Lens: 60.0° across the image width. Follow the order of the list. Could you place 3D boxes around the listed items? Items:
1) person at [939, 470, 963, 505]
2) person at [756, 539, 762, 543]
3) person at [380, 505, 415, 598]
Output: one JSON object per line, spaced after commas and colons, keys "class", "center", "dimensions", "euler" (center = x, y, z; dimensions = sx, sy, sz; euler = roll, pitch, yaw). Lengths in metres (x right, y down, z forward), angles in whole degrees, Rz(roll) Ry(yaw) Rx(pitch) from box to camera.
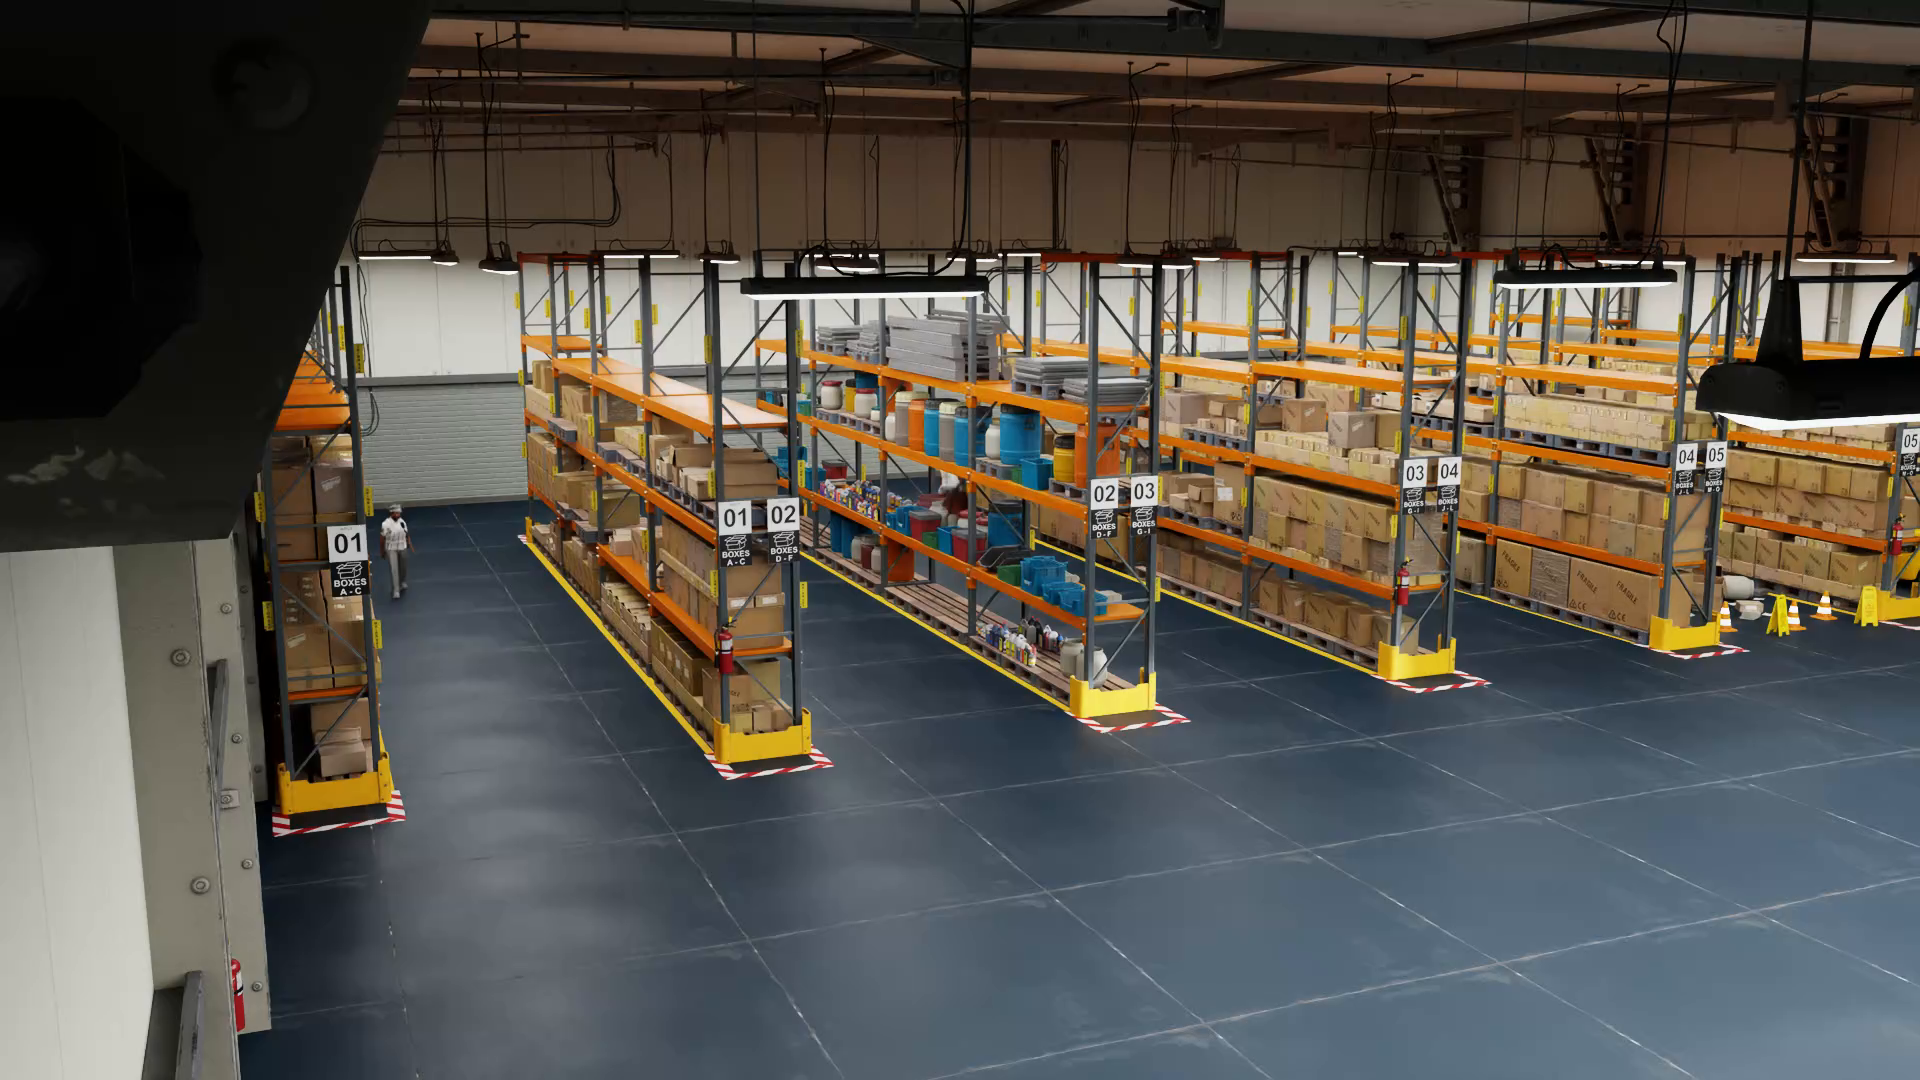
{"class": "person", "center": [-0.225, -1.112, 36.250], "dimensions": [0.600, 1.821, 0.414], "euler": [9, 14, 40]}
{"class": "person", "center": [-4.144, -0.521, 32.937], "dimensions": [0.559, 1.746, 0.994], "euler": [-4, 11, -22]}
{"class": "person", "center": [-10.012, 0.161, 29.600], "dimensions": [0.572, 1.628, 0.987], "euler": [-4, 11, -23]}
